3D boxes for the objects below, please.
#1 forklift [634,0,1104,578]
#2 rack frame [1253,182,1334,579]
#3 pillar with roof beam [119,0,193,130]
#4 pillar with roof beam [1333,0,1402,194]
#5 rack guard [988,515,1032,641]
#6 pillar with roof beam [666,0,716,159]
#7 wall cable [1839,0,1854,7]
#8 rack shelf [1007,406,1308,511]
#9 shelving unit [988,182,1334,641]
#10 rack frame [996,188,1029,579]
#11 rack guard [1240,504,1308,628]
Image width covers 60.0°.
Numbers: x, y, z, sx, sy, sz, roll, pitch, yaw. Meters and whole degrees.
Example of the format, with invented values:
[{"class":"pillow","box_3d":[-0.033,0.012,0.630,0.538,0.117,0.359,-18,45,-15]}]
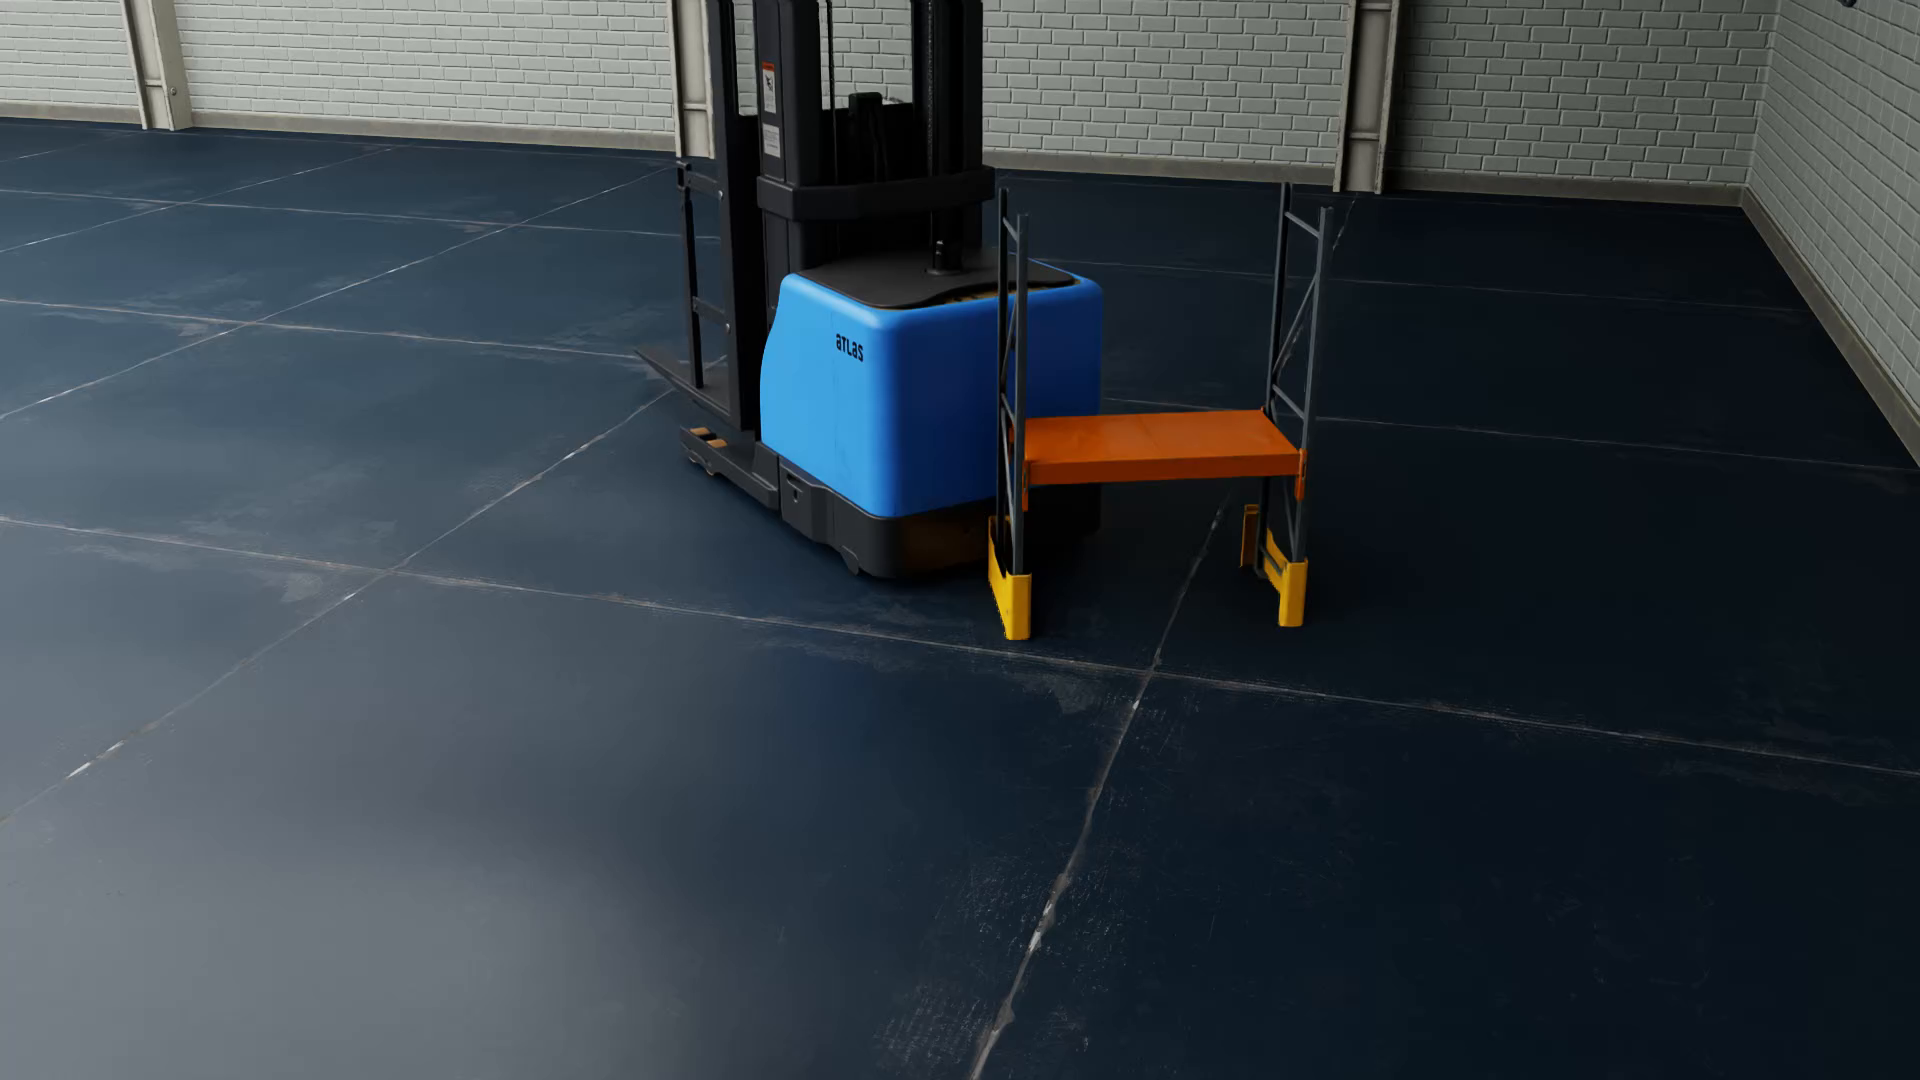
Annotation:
[{"class":"forklift","box_3d":[-0.625,-1.725,7.113,1.130,2.935,3.031,-13,26,-28]},{"class":"rack frame","box_3d":[1.190,-0.490,5.988,0.032,1.500,0.500,-2,22,-6]},{"class":"pillar with roof beam","box_3d":[-9.394,-6.849,11.610,0.400,9.000,9.100,7,23,16]},{"class":"pillar with roof beam","box_3d":[2.095,-5.534,8.403,0.400,9.000,9.100,7,23,16]},{"class":"rack guard","box_3d":[0.180,0.131,6.122,0.087,0.250,0.587,-2,22,-6]},{"class":"pillar with roof beam","box_3d":[-3.650,-6.191,10.006,0.400,9.000,9.100,7,23,16]},{"class":"wall cable","box_3d":[5.777,-4.858,10.847,0.112,2.526,3.097,7,23,16]},{"class":"rack shelf","box_3d":[0.684,-0.302,6.004,1.000,0.185,0.538,-2,22,-6]},{"class":"shelving unit","box_3d":[0.675,-0.468,5.935,1.083,1.500,0.587,-2,22,-6]},{"class":"rack frame","box_3d":[0.179,-0.447,5.884,0.032,1.500,0.500,-2,22,-6]},{"class":"rack guard","box_3d":[1.170,0.089,6.223,0.087,0.250,0.587,-2,22,-6]}]
